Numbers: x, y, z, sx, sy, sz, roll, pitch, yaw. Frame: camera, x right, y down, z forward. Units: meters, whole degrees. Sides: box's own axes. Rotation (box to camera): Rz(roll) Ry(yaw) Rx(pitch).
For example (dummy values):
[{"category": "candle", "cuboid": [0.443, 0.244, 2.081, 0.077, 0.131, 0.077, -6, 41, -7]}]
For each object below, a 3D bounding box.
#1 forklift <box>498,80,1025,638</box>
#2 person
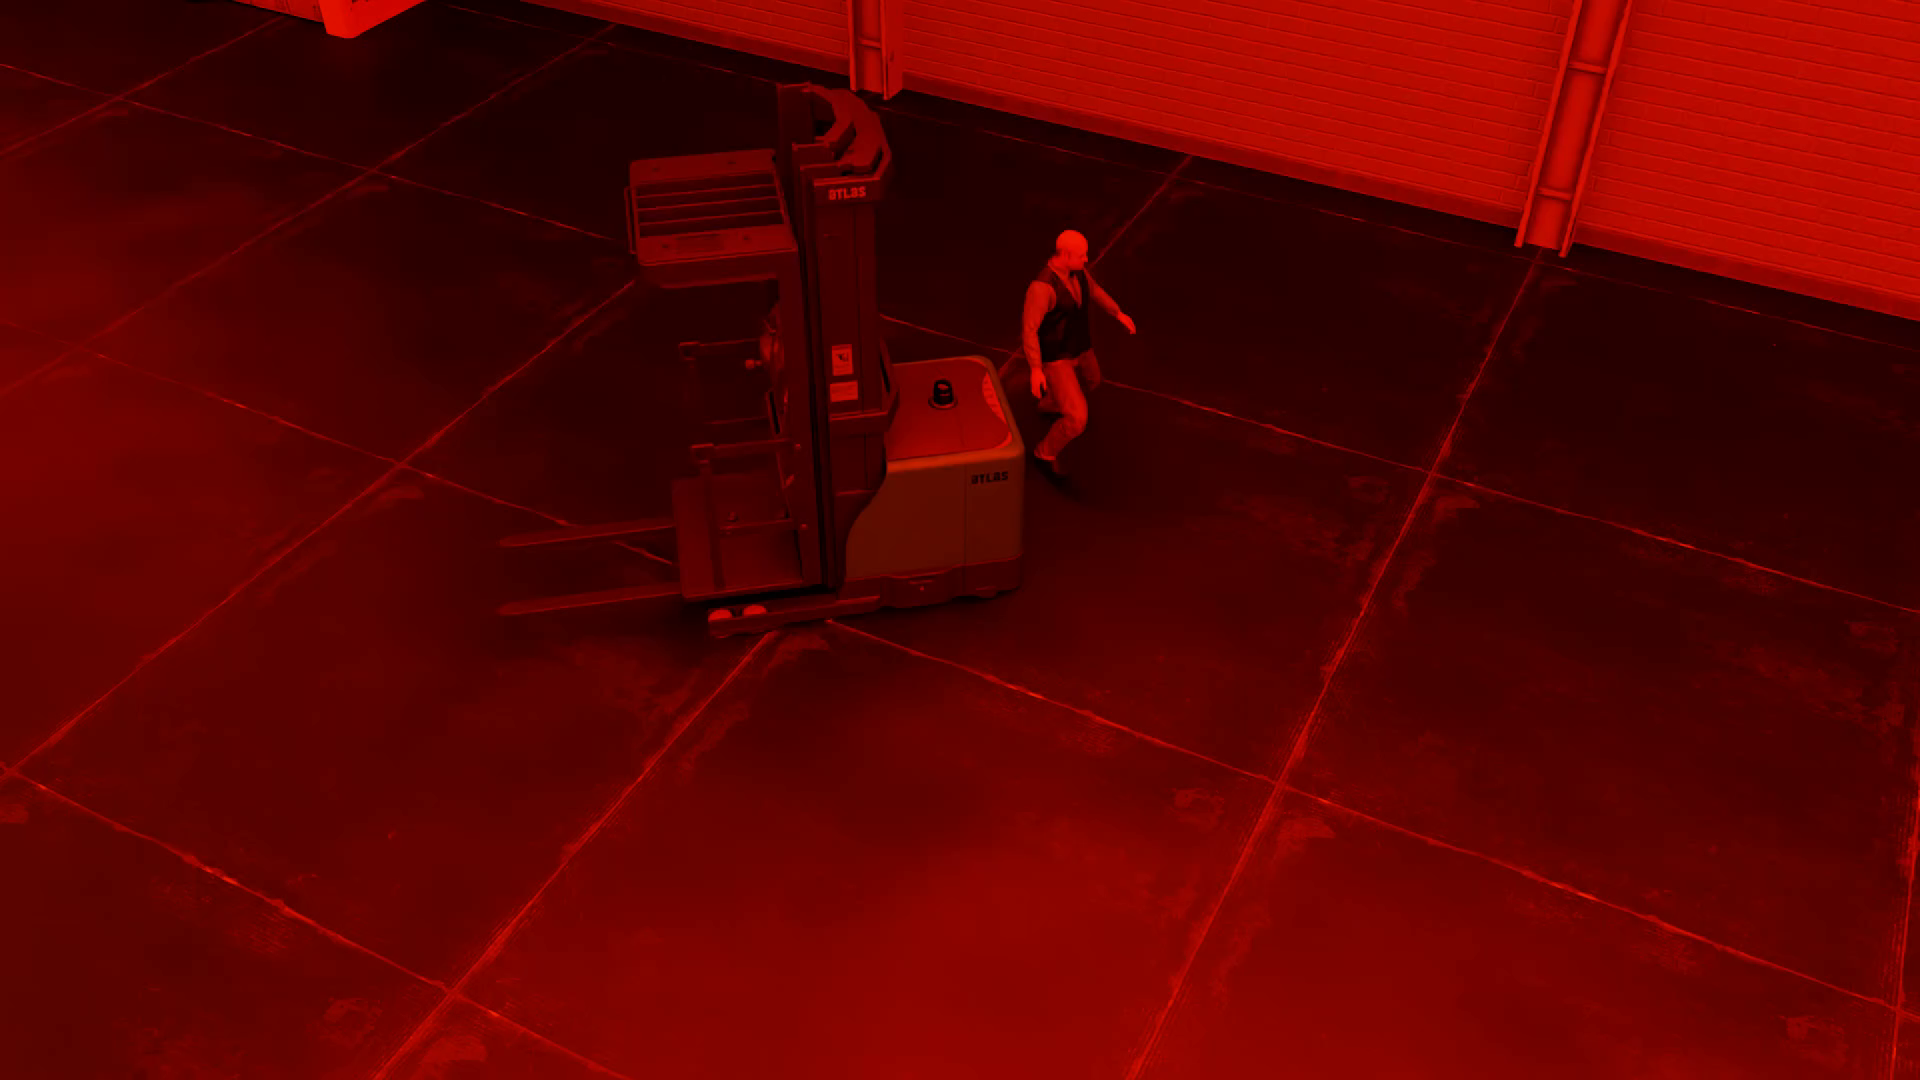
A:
[{"category": "forklift", "cuboid": [-1.192, -0.928, 9.089, 3.031, 2.935, 1.130, -7, 41, -9]}, {"category": "person", "cuboid": [0.694, -1.221, 10.504, 0.675, 1.596, 0.938, 24, 46, 26]}]
